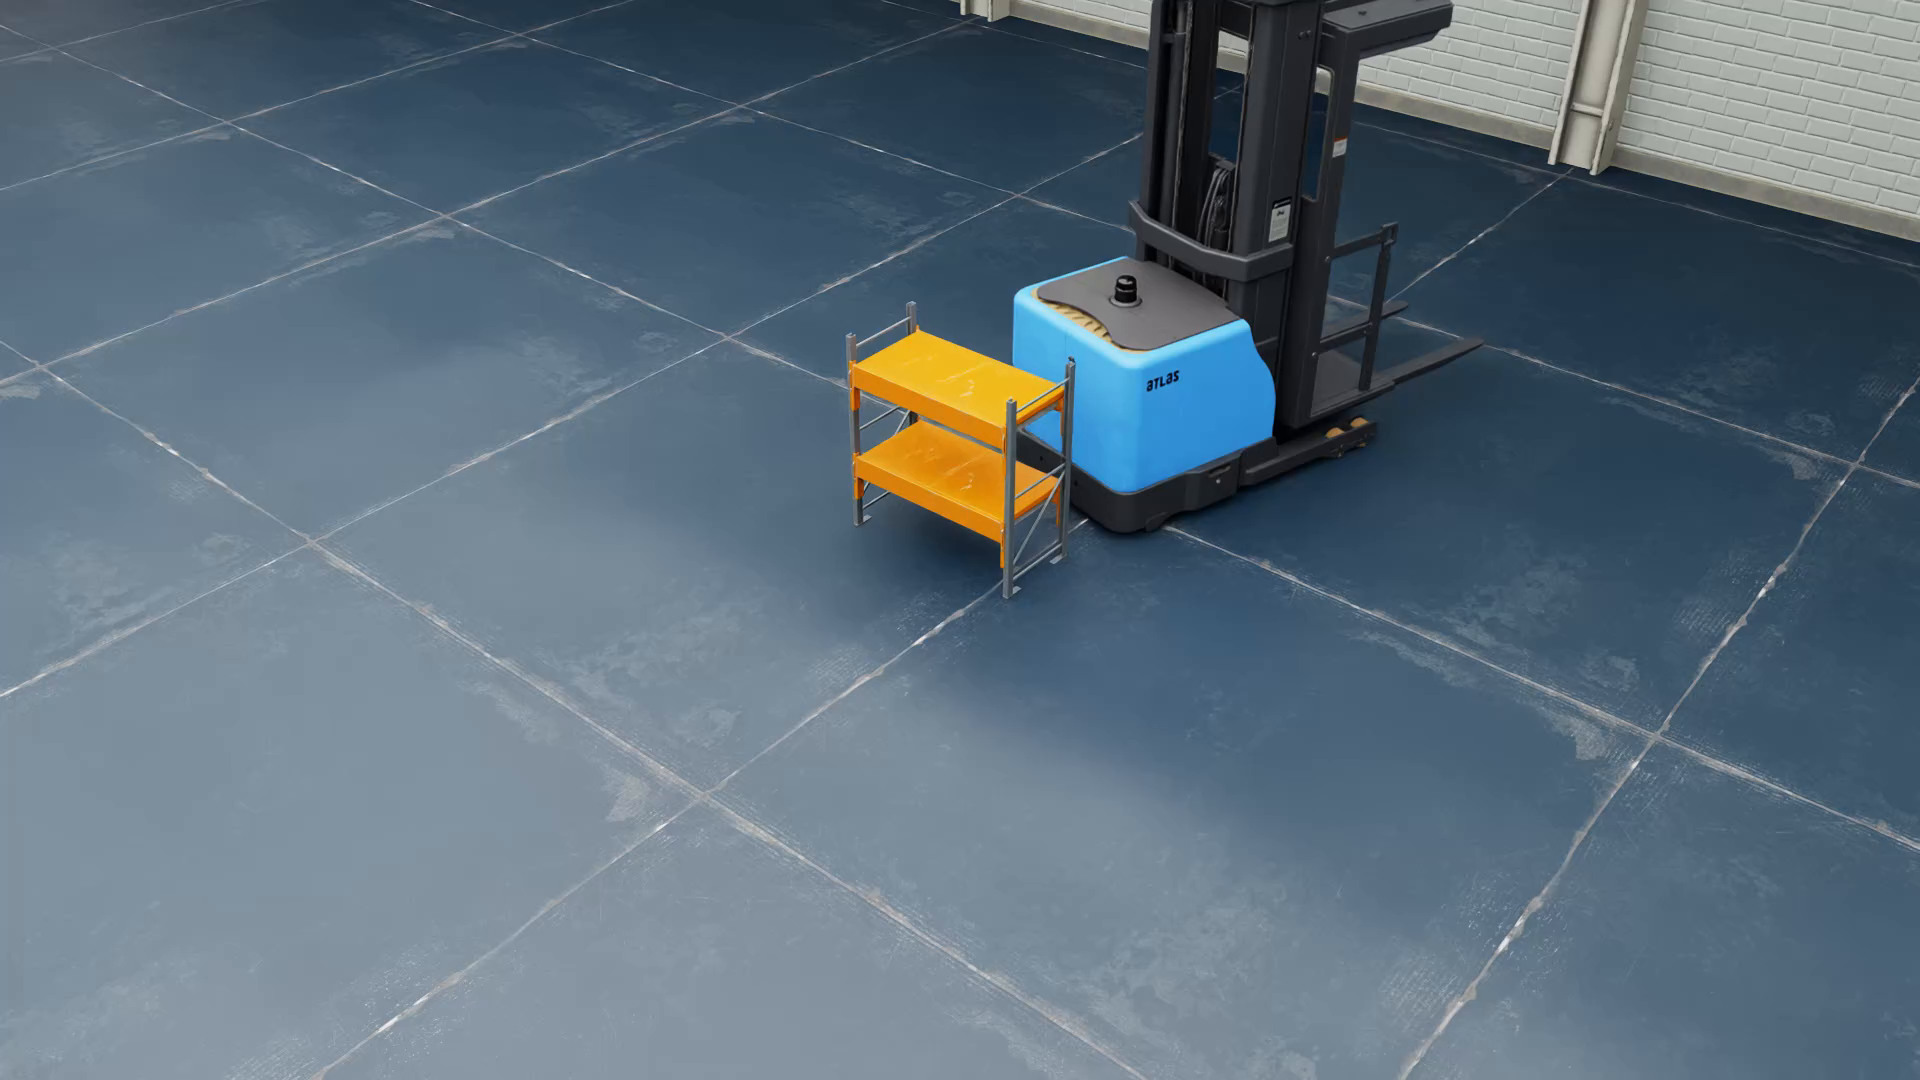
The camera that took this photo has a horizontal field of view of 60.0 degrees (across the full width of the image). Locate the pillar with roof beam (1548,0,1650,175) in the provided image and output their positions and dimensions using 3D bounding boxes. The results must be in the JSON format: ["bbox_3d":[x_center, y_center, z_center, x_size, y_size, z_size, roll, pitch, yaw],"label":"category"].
[{"bbox_3d":[2.109,-4.792,7.778,0.400,9.000,9.100,25,42,32],"label":"pillar with roof beam"}]

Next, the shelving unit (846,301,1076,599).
[{"bbox_3d":[-0.005,-0.466,8.435,1.048,1.125,0.538,25,42,32],"label":"shelving unit"}]

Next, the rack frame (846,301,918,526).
[{"bbox_3d":[-0.396,-0.650,8.703,0.032,1.125,0.500,25,42,32],"label":"rack frame"}]

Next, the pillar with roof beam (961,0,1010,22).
[{"bbox_3d":[-2.503,-6.965,10.943,0.400,9.000,9.100,25,42,32],"label":"pillar with roof beam"}]

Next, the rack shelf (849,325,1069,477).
[{"bbox_3d":[-0.005,-0.707,8.269,1.000,0.278,0.538,25,42,32],"label":"rack shelf"}]

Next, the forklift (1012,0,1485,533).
[{"bbox_3d":[1.768,-1.898,8.925,3.031,2.935,1.130,-22,40,-28],"label":"forklift"}]

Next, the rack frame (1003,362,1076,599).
[{"bbox_3d":[0.385,-0.282,8.167,0.032,1.125,0.500,25,42,32],"label":"rack frame"}]

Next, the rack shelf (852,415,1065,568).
[{"bbox_3d":[-0.005,-0.265,8.574,1.000,0.278,0.538,25,42,32],"label":"rack shelf"}]
